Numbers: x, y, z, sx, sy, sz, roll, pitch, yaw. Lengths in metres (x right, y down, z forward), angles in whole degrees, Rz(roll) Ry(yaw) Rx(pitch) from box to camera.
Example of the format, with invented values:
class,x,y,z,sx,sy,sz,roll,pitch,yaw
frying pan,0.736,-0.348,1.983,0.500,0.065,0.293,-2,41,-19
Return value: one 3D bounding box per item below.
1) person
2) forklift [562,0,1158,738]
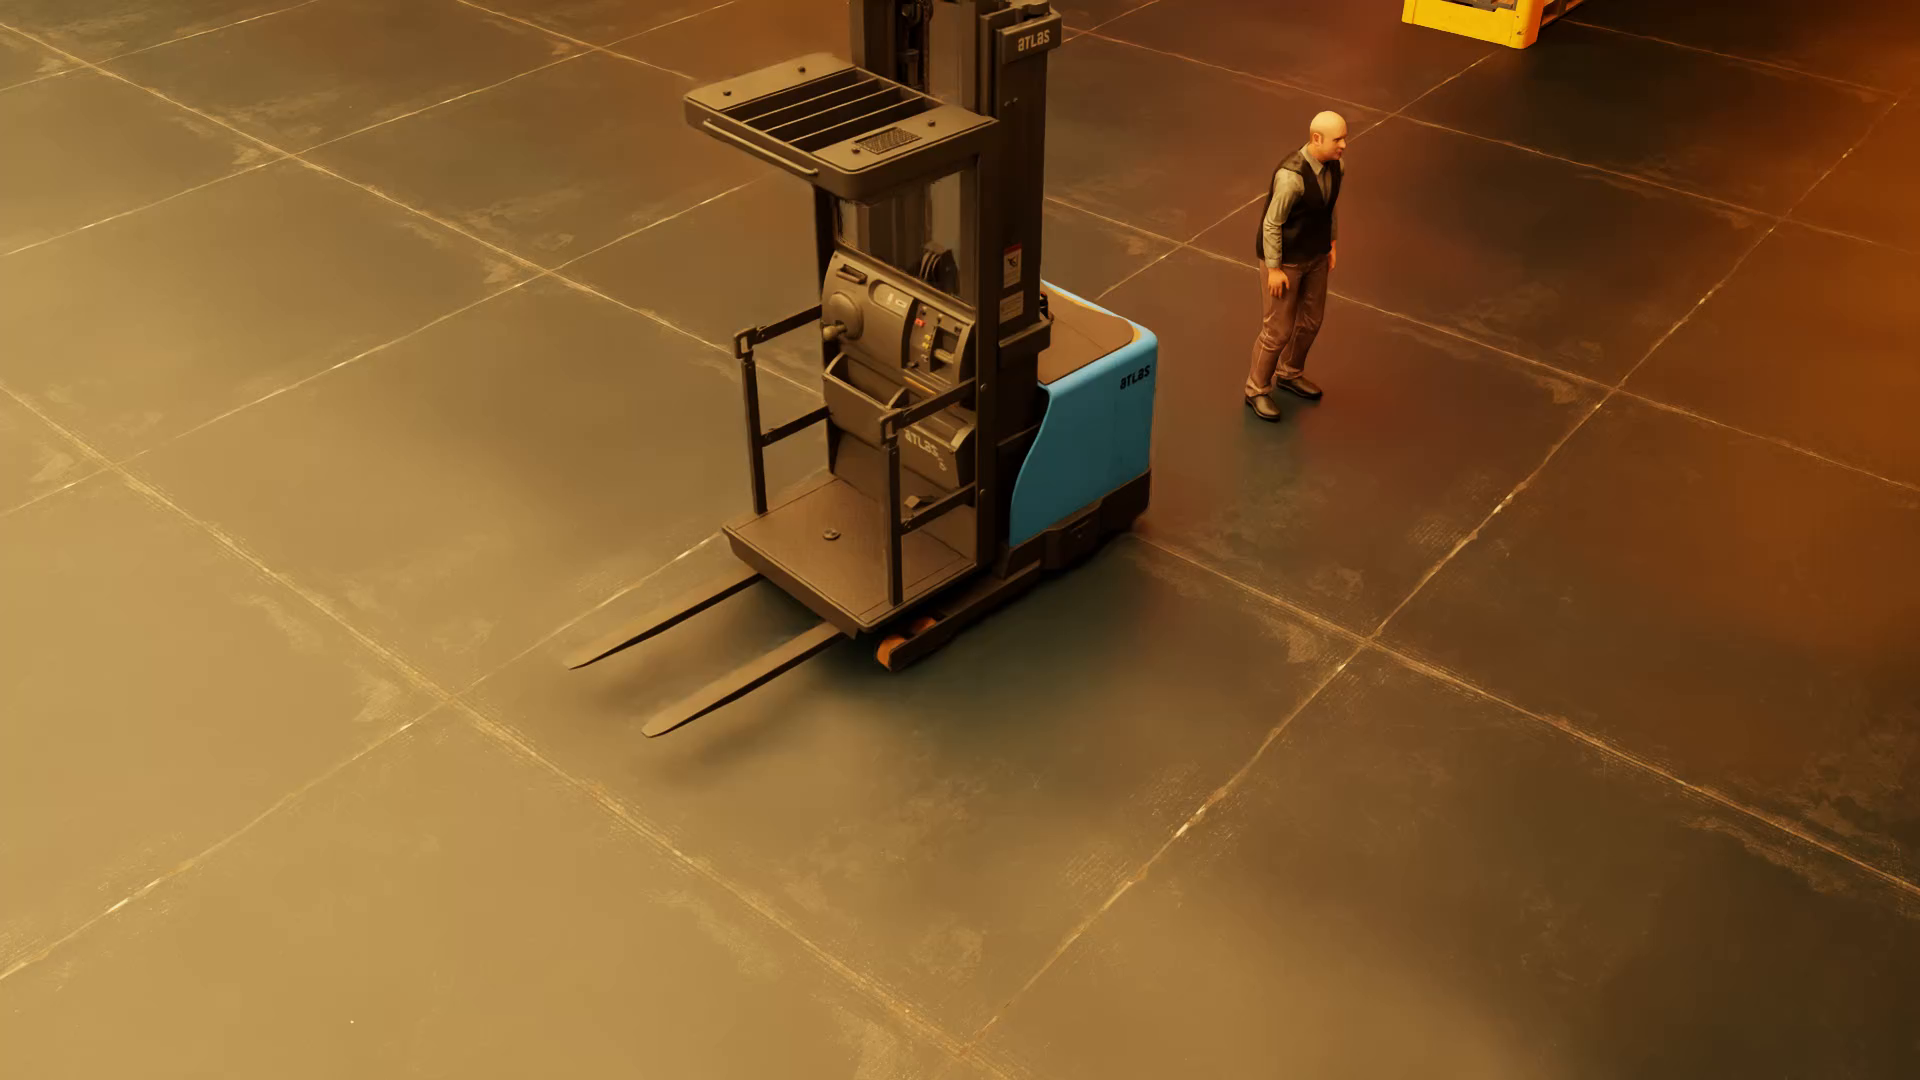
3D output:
class,x,y,z,sx,sy,sz,roll,pitch,yaw
person,1.855,-1.550,9.179,0.596,1.721,0.415,-28,44,-33
forklift,-0.438,-0.929,7.294,3.031,2.935,1.130,-29,45,-34
